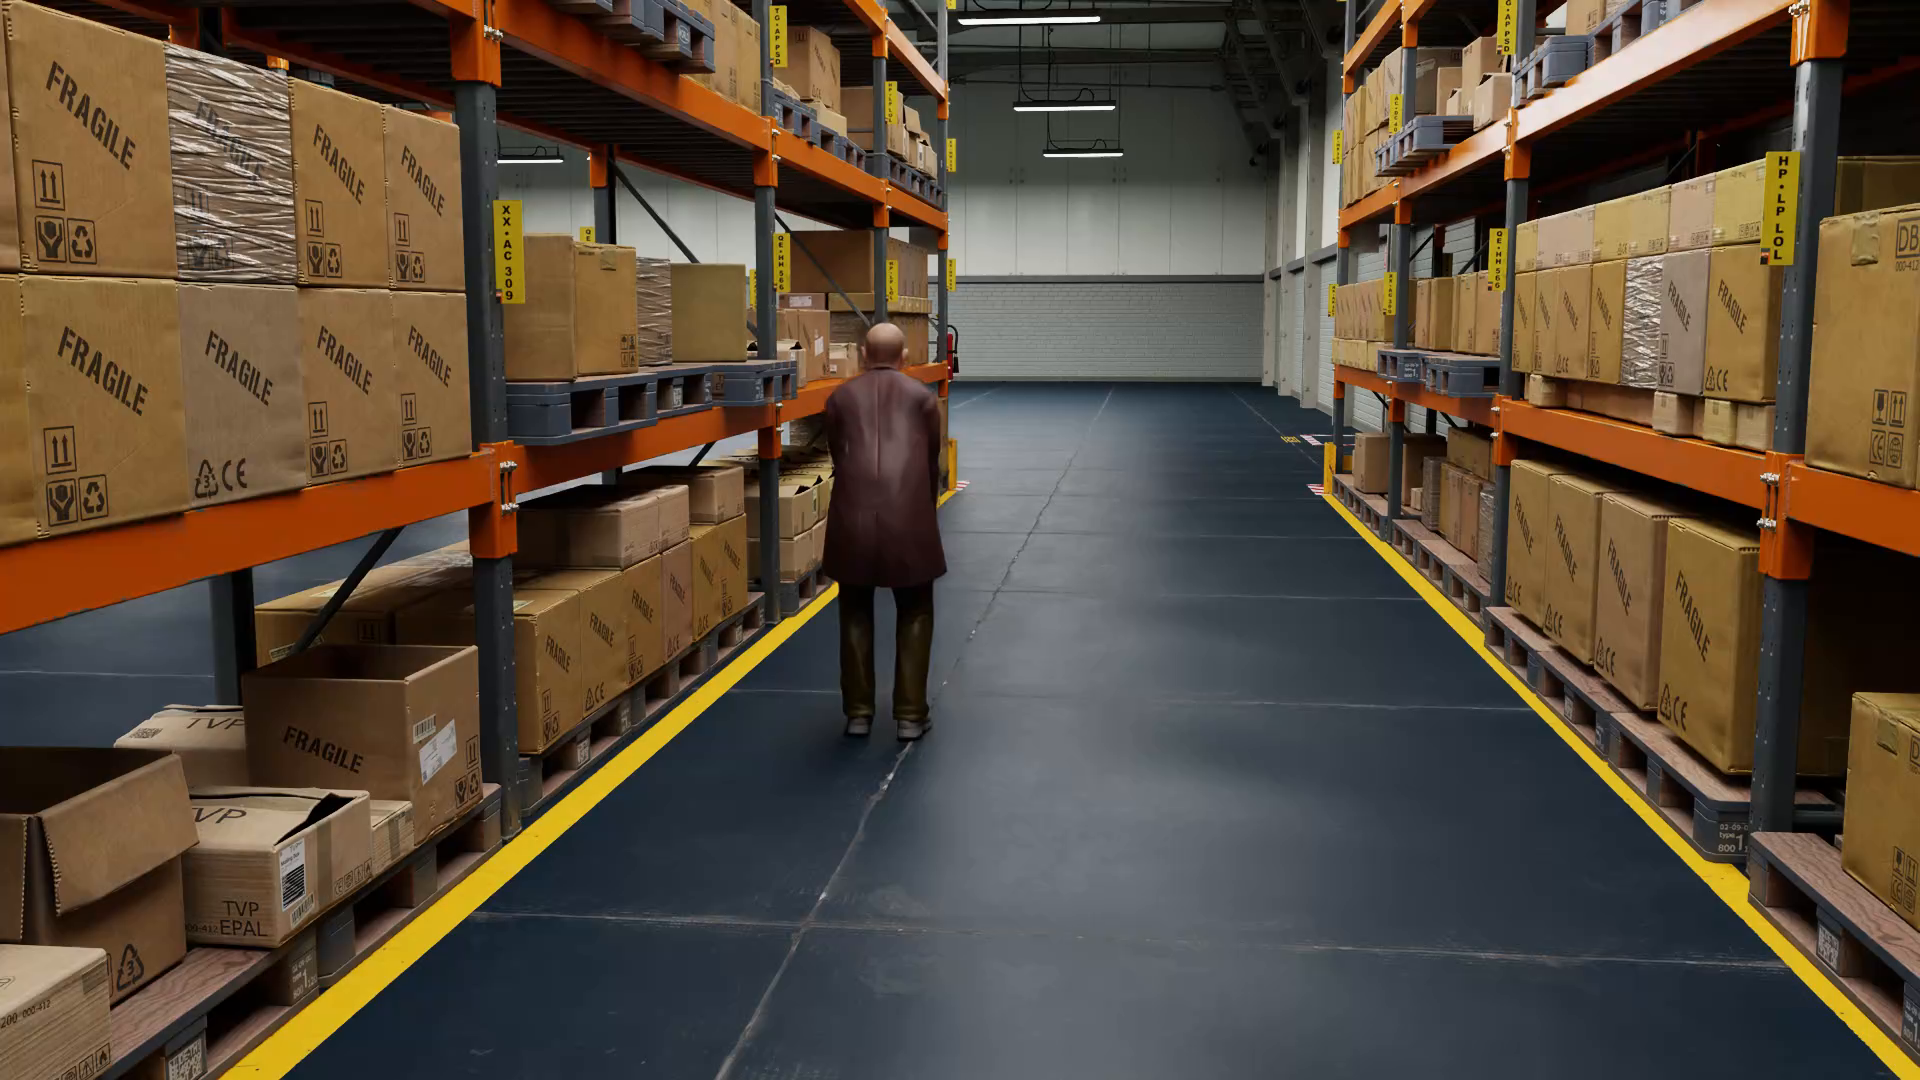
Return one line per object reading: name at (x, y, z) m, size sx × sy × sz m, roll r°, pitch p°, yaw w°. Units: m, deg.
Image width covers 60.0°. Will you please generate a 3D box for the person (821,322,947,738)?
person at (-0.308, -0.052, 7.000) m, size 0.530 × 1.717 × 0.613 m, roll 1°, pitch 7°, yaw 5°
